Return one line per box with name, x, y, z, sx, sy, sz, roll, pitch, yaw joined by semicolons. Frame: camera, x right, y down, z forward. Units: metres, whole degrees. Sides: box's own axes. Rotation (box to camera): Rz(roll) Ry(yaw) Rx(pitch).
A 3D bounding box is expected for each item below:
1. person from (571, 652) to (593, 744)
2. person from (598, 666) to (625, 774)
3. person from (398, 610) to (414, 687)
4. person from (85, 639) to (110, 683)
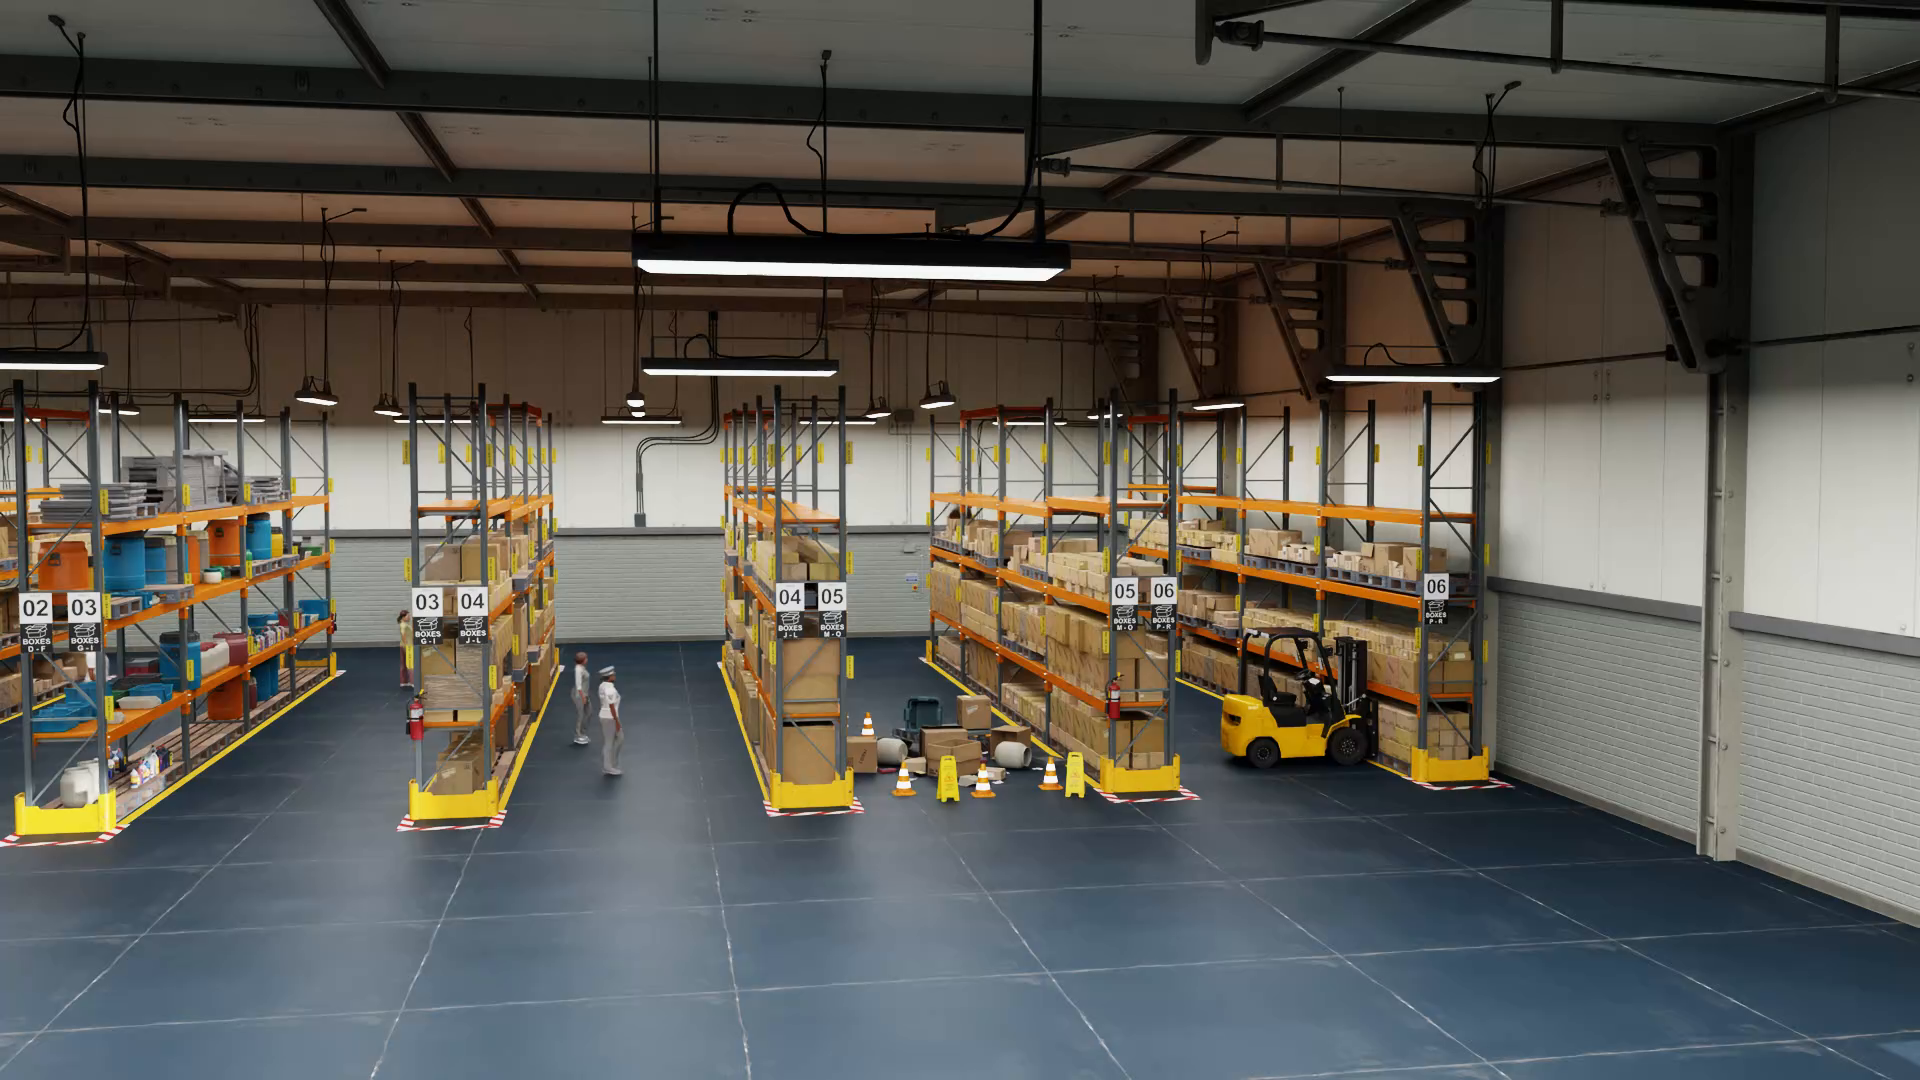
person;-6.607;2.760;28.981;0.362;1.631;0.487;0;3;6
person;-5.504;2.856;26.211;0.382;1.743;0.464;0;3;-5
person;-11.881;2.339;35.891;0.457;1.669;0.517;-2;3;-33
person;-15.645;2.596;30.270;0.612;1.763;0.592;1;3;14
